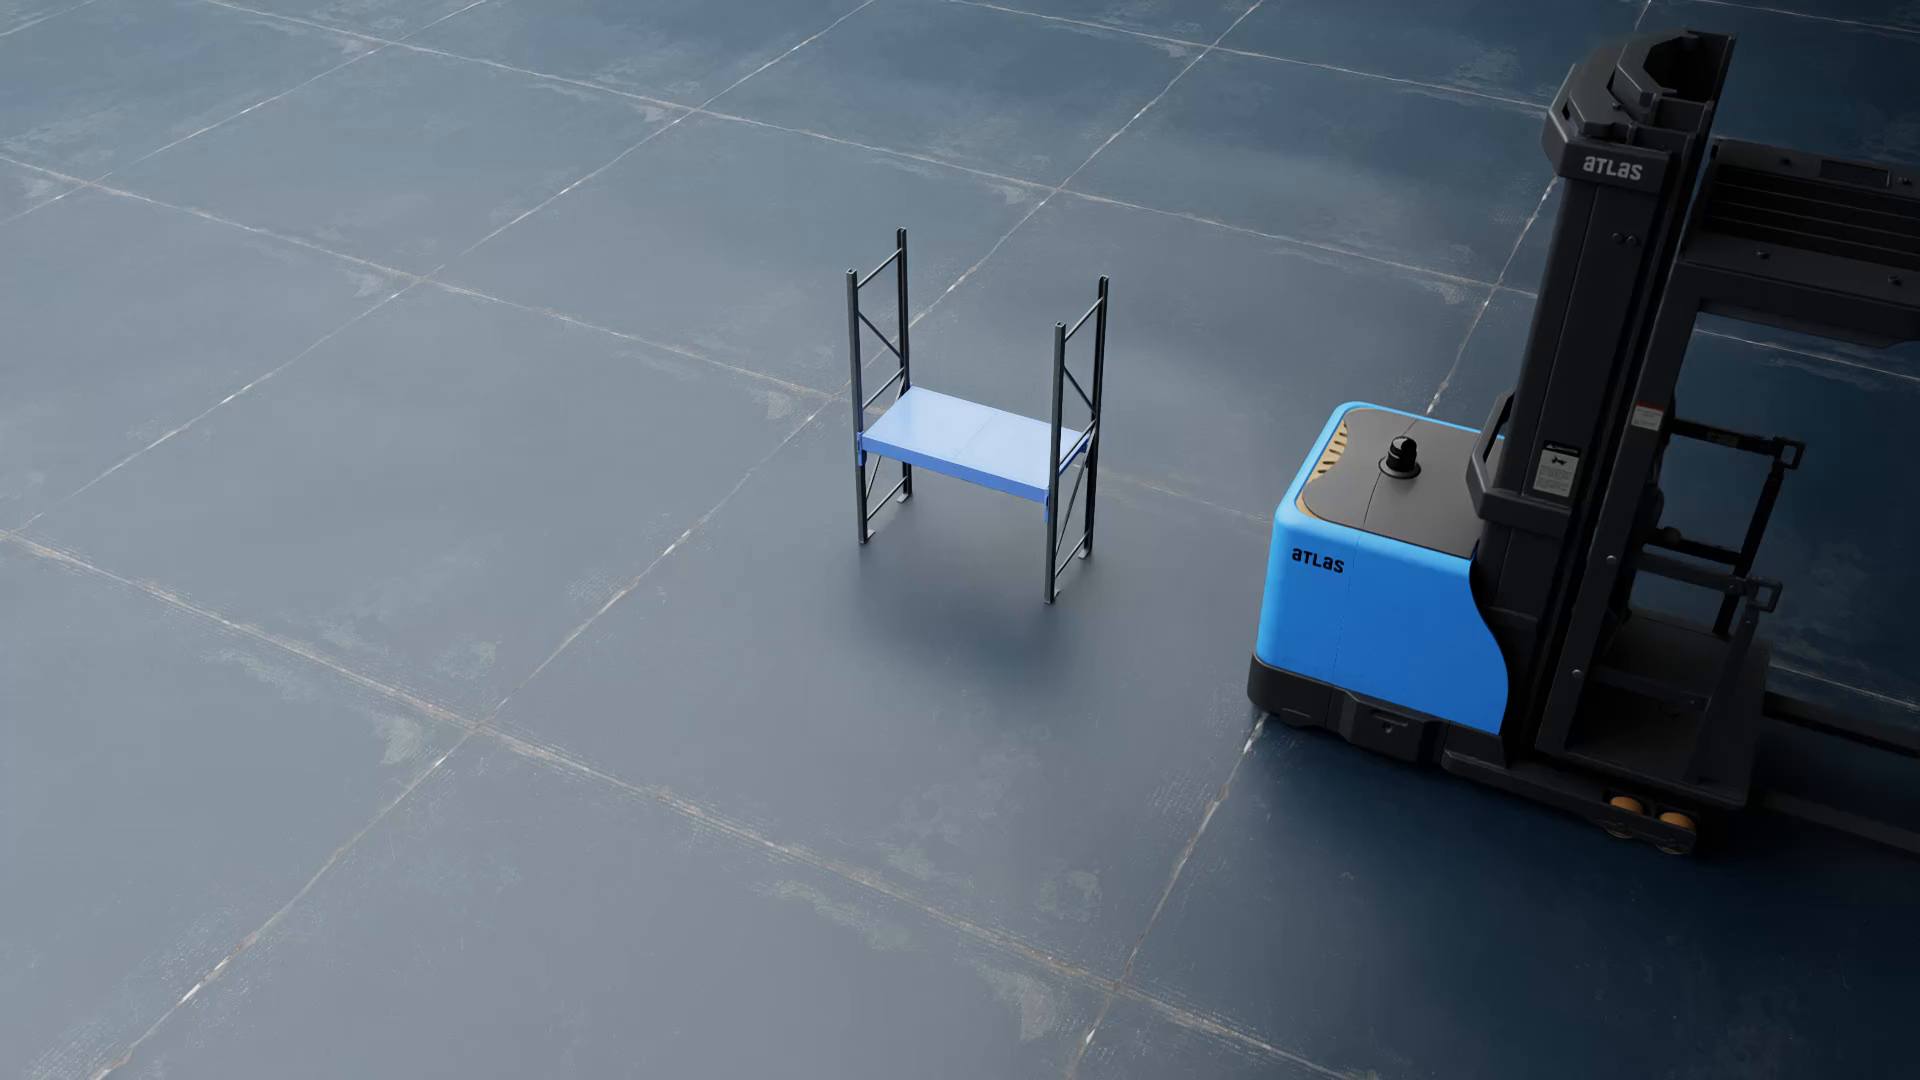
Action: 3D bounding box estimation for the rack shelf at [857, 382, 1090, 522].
[{"bbox_3d":[0.076,-0.430,7.894,1.000,0.185,0.538,17,41,21],"label":"rack shelf"}]

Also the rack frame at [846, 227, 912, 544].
[{"bbox_3d":[-0.376,-0.715,7.971,0.032,1.500,0.500,17,41,21],"label":"rack frame"}]

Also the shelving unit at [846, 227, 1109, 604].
[{"bbox_3d":[0.076,-0.574,7.785,1.048,1.500,0.538,17,41,21],"label":"shelving unit"}]

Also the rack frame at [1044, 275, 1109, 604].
[{"bbox_3d":[0.527,-0.432,7.599,0.032,1.500,0.500,17,41,21],"label":"rack frame"}]

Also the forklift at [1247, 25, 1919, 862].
[{"bbox_3d":[2.808,-0.286,6.222,3.031,2.935,1.130,17,40,21],"label":"forklift"}]
